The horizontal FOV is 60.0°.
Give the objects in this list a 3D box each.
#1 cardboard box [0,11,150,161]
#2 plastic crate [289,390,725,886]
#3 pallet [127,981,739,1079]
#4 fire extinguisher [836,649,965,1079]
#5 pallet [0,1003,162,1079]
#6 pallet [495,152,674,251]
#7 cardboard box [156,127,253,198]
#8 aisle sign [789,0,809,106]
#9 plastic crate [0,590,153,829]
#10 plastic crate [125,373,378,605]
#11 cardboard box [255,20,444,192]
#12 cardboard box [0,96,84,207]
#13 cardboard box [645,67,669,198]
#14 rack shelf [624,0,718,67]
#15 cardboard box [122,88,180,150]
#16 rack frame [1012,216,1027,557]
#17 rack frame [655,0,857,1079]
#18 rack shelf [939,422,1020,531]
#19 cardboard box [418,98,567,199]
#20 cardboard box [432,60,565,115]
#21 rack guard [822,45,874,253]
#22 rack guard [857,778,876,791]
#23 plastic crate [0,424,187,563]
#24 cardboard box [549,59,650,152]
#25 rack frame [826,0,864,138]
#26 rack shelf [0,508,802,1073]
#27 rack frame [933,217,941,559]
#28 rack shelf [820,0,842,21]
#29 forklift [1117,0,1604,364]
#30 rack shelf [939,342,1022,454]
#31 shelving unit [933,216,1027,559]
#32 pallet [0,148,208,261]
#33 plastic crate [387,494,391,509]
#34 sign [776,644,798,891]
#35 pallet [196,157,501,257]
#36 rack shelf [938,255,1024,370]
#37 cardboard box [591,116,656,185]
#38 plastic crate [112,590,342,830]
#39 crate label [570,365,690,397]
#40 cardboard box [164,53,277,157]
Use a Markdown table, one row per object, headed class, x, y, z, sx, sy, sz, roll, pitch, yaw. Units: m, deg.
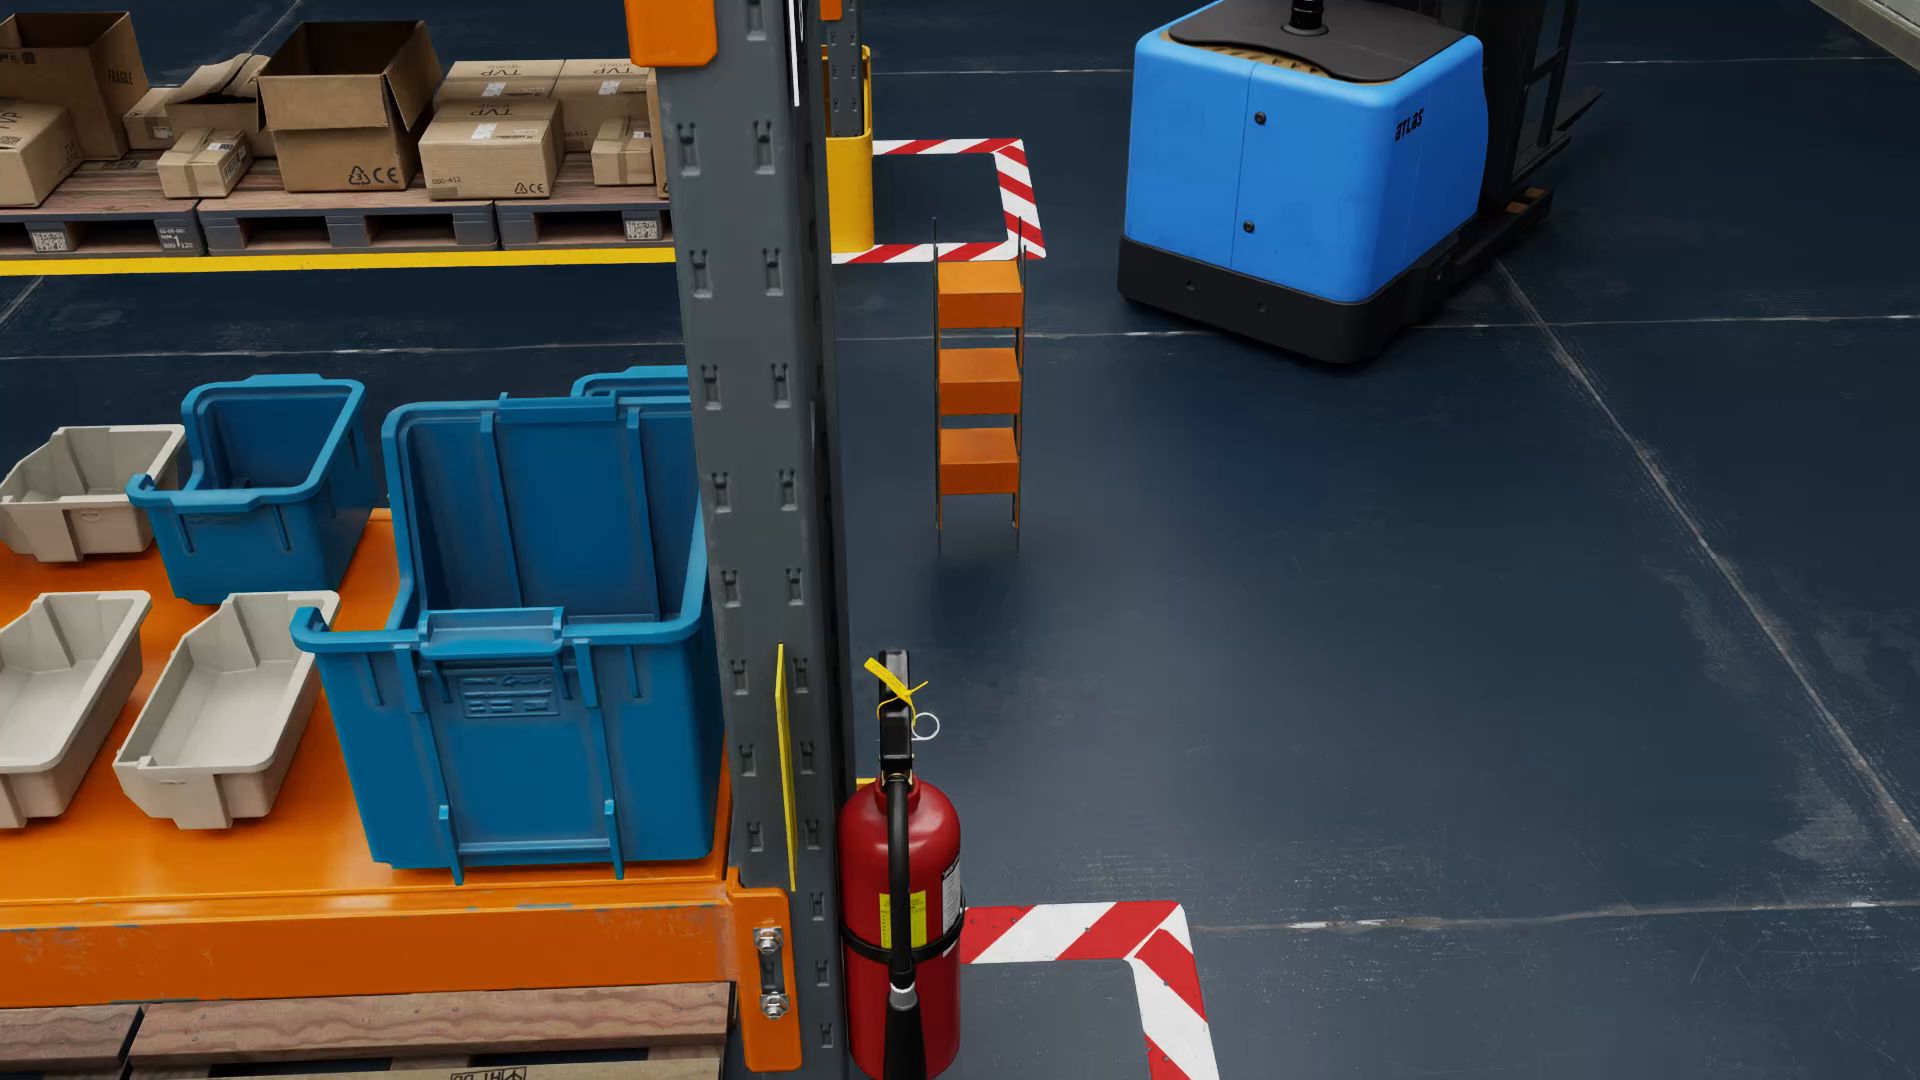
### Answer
| class | x | y | z | sx | sy | sz | roll | pitch | yaw |
| --- | --- | --- | --- | --- | --- | --- | --- | --- | --- |
| cardboard box | -3.926 | -1.997 | 7.310 | 0.500 | 0.500 | 0.500 | -2 | 35 | -2 |
| plastic crate | -0.581 | 0.116 | 2.362 | 0.499 | 0.435 | 0.616 | -2 | 35 | -2 |
| pallet | -1.081 | 1.187 | 3.349 | 1.213 | 0.211 | 1.003 | -2 | 35 | -2 |
| fire extinguisher | -0.084 | 0.480 | 2.316 | 0.183 | 0.674 | 0.296 | -2 | 35 | -2 |
| pallet | -2.297 | 1.218 | 3.304 | 1.213 | 0.211 | 1.003 | -2 | 35 | -2 |
| pallet | -1.359 | -1.604 | 7.383 | 1.213 | 0.211 | 1.003 | -2 | 35 | -2 |
| cardboard box | -3.189 | -1.601 | 7.030 | 0.250 | 0.166 | 0.380 | -2 | 35 | -2 |
| aisle sign | -0.170 | -0.864 | 1.578 | 0.004 | 0.787 | 0.394 | -2 | 35 | -2 |
| plastic crate | -1.352 | 0.249 | 2.434 | 0.243 | 0.136 | 0.396 | -2 | 35 | -2 |
| plastic crate | -1.176 | -0.078 | 2.821 | 0.300 | 0.233 | 0.416 | -2 | 35 | -2 |
| cardboard box | -2.606 | -1.875 | 7.131 | 0.637 | 0.503 | 0.797 | -2 | 35 | -2 |
| cardboard box | -4.053 | -1.631 | 6.947 | 0.500 | 0.311 | 0.500 | -2 | 35 | -2 |
| cardboard box | -1.018 | -1.774 | 6.987 | 0.500 | 0.500 | 0.500 | -2 | 35 | -2 |
| rack shelf | -2.254 | -0.843 | 1.829 | 4.000 | 0.370 | 1.077 | -2 | 35 | -2 |
| cardboard box | -3.555 | -1.897 | 7.474 | 0.250 | 0.149 | 0.380 | -2 | 35 | -2 |
| rack frame | 0.175 | -0.436 | 4.958 | 0.008 | 1.050 | 0.200 | -2 | 35 | -2 |
| rack frame | -0.256 | 0.040 | 2.556 | 0.127 | 3.000 | 1.000 | -2 | 35 | -2 |
| rack shelf | 0.053 | -0.196 | 5.117 | 0.240 | 0.259 | 0.215 | -2 | 35 | -2 |
| cardboard box | -1.968 | -1.662 | 7.046 | 0.500 | 0.250 | 0.500 | -2 | 35 | -2 |
| cardboard box | -2.042 | -1.945 | 7.455 | 0.500 | 0.250 | 0.500 | -2 | 35 | -2 |
| rack guard | -0.563 | -1.745 | 7.333 | 0.348 | 0.500 | 1.175 | -2 | 35 | -2 |
| rack guard | -0.232 | 1.060 | 3.279 | 0.348 | 0.500 | 1.175 | -2 | 35 | -2 |
| plastic crate | -1.520 | -0.076 | 2.904 | 0.298 | 0.136 | 0.250 | -2 | 35 | -2 |
| cardboard box | -1.543 | -1.959 | 7.474 | 0.500 | 0.250 | 0.500 | -2 | 35 | -2 |
| rack frame | -0.487 | -2.775 | 6.624 | 0.127 | 3.000 | 1.000 | -2 | 35 | -2 |
| rack shelf | -2.254 | 0.390 | 2.683 | 4.000 | 0.370 | 1.077 | -2 | 35 | -2 |
| rack frame | -0.068 | -0.430 | 4.949 | 0.008 | 1.050 | 0.200 | -2 | 35 | -2 |
| rack shelf | -2.484 | -2.426 | 6.751 | 4.000 | 0.370 | 1.077 | -2 | 35 | -2 |
| forklift | 1.912 | -2.628 | 6.471 | 1.130 | 2.935 | 3.031 | 24 | 41 | 30 |
| rack shelf | 0.053 | -0.424 | 4.959 | 0.240 | 0.259 | 0.215 | -2 | 35 | -2 |
| shelving unit | 0.053 | -0.433 | 4.953 | 0.252 | 1.050 | 0.215 | -2 | 35 | -2 |
| pallet | -3.796 | -1.539 | 7.288 | 1.213 | 0.211 | 1.003 | -2 | 35 | -2 |
| plastic crate | -0.842 | -0.095 | 2.930 | 0.298 | 0.136 | 0.250 | -2 | 35 | -2 |
| sign | -0.214 | 0.286 | 2.058 | 0.005 | 0.325 | 0.100 | -2 | 35 | -2 |
| pallet | -2.575 | -1.573 | 7.338 | 1.213 | 0.211 | 1.003 | -2 | 35 | -2 |
| rack shelf | 0.053 | -0.658 | 4.798 | 0.240 | 0.259 | 0.215 | -2 | 35 | -2 |
| cardboard box | -1.427 | -1.677 | 7.140 | 0.250 | 0.166 | 0.380 | -2 | 35 | -2 |
| plastic crate | -1.062 | 0.249 | 2.433 | 0.243 | 0.136 | 0.396 | -2 | 35 | -2 |
| crate label | -0.518 | -0.096 | 2.847 | 0.303 | 0.233 | 0.416 | -2 | 35 | -2 |
| cardboard box | -3.177 | -1.940 | 7.393 | 0.500 | 0.311 | 0.500 | -2 | 35 | -2 |
